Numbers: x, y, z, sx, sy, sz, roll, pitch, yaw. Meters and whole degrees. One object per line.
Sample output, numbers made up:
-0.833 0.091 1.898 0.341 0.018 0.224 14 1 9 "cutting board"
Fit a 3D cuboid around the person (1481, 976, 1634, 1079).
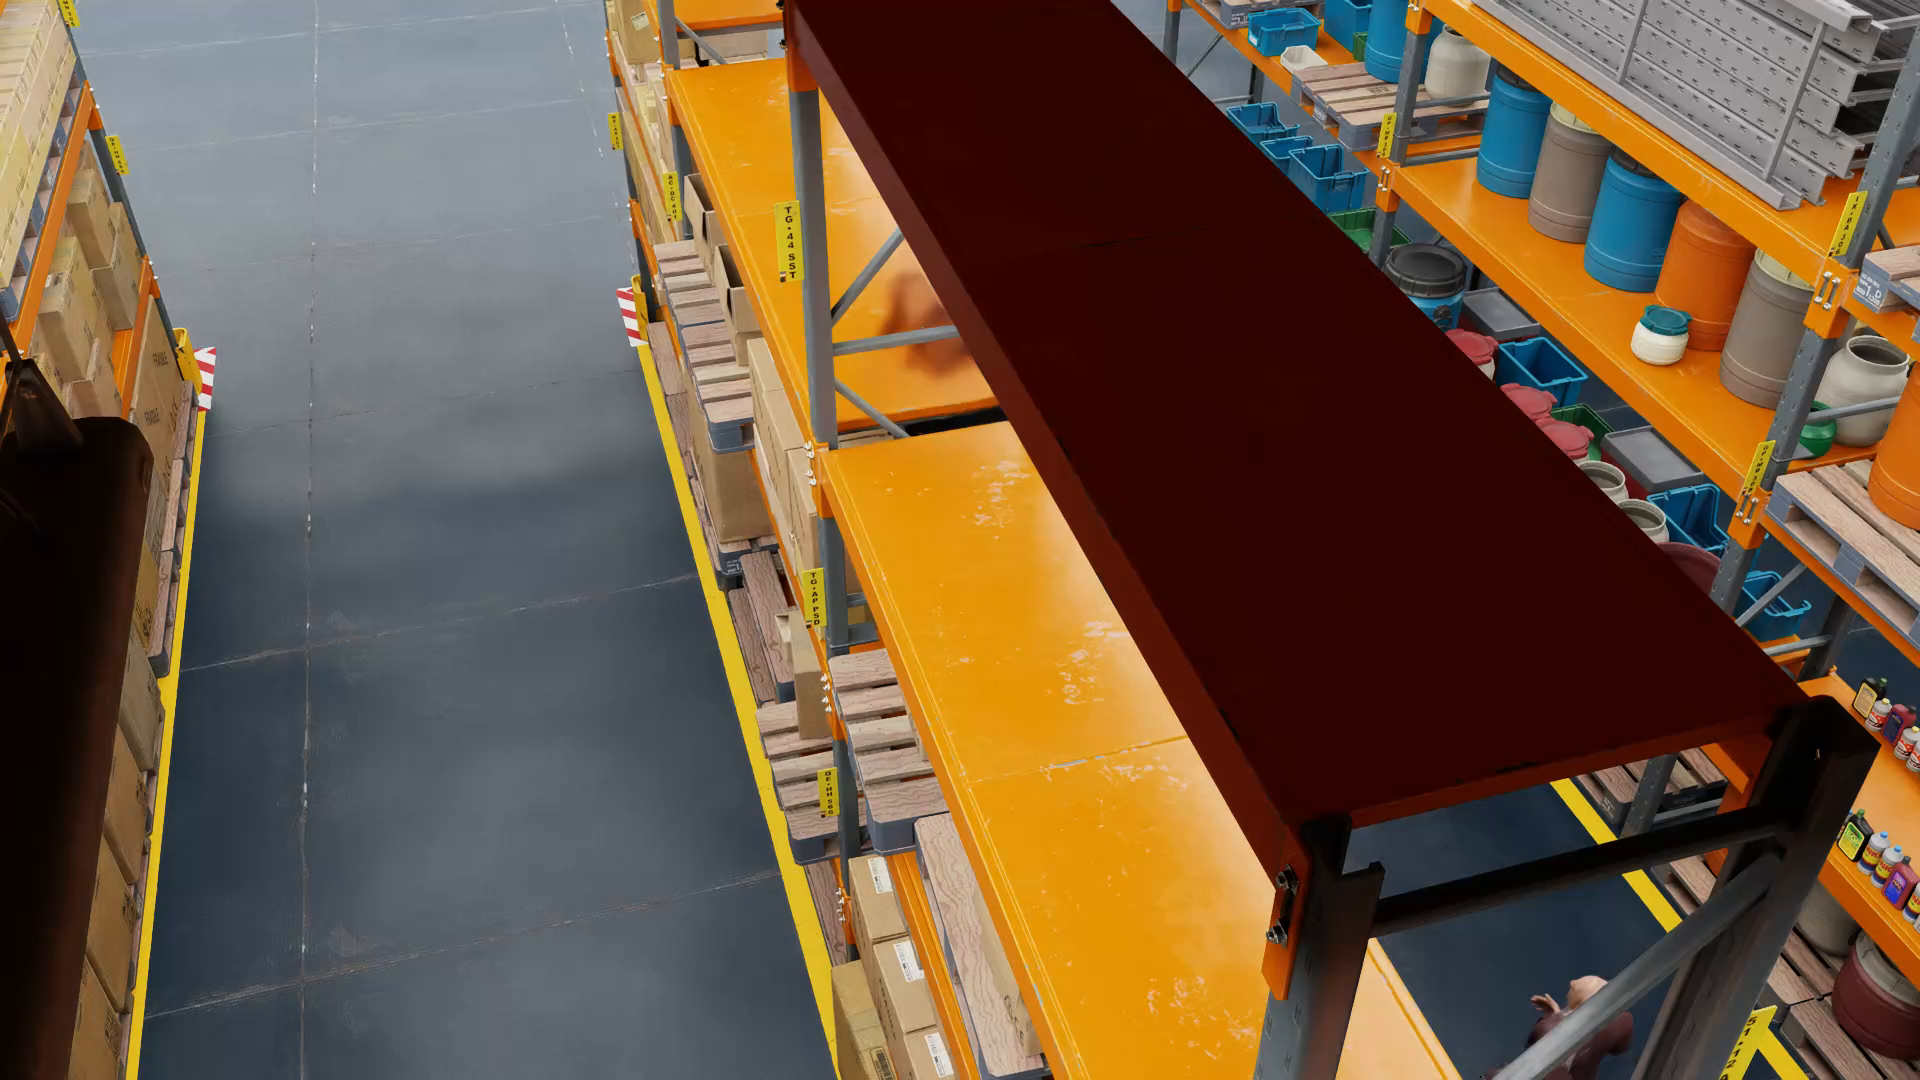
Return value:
2.841 2.640 8.091 0.703 1.729 0.651 -17 42 -21 "person"
